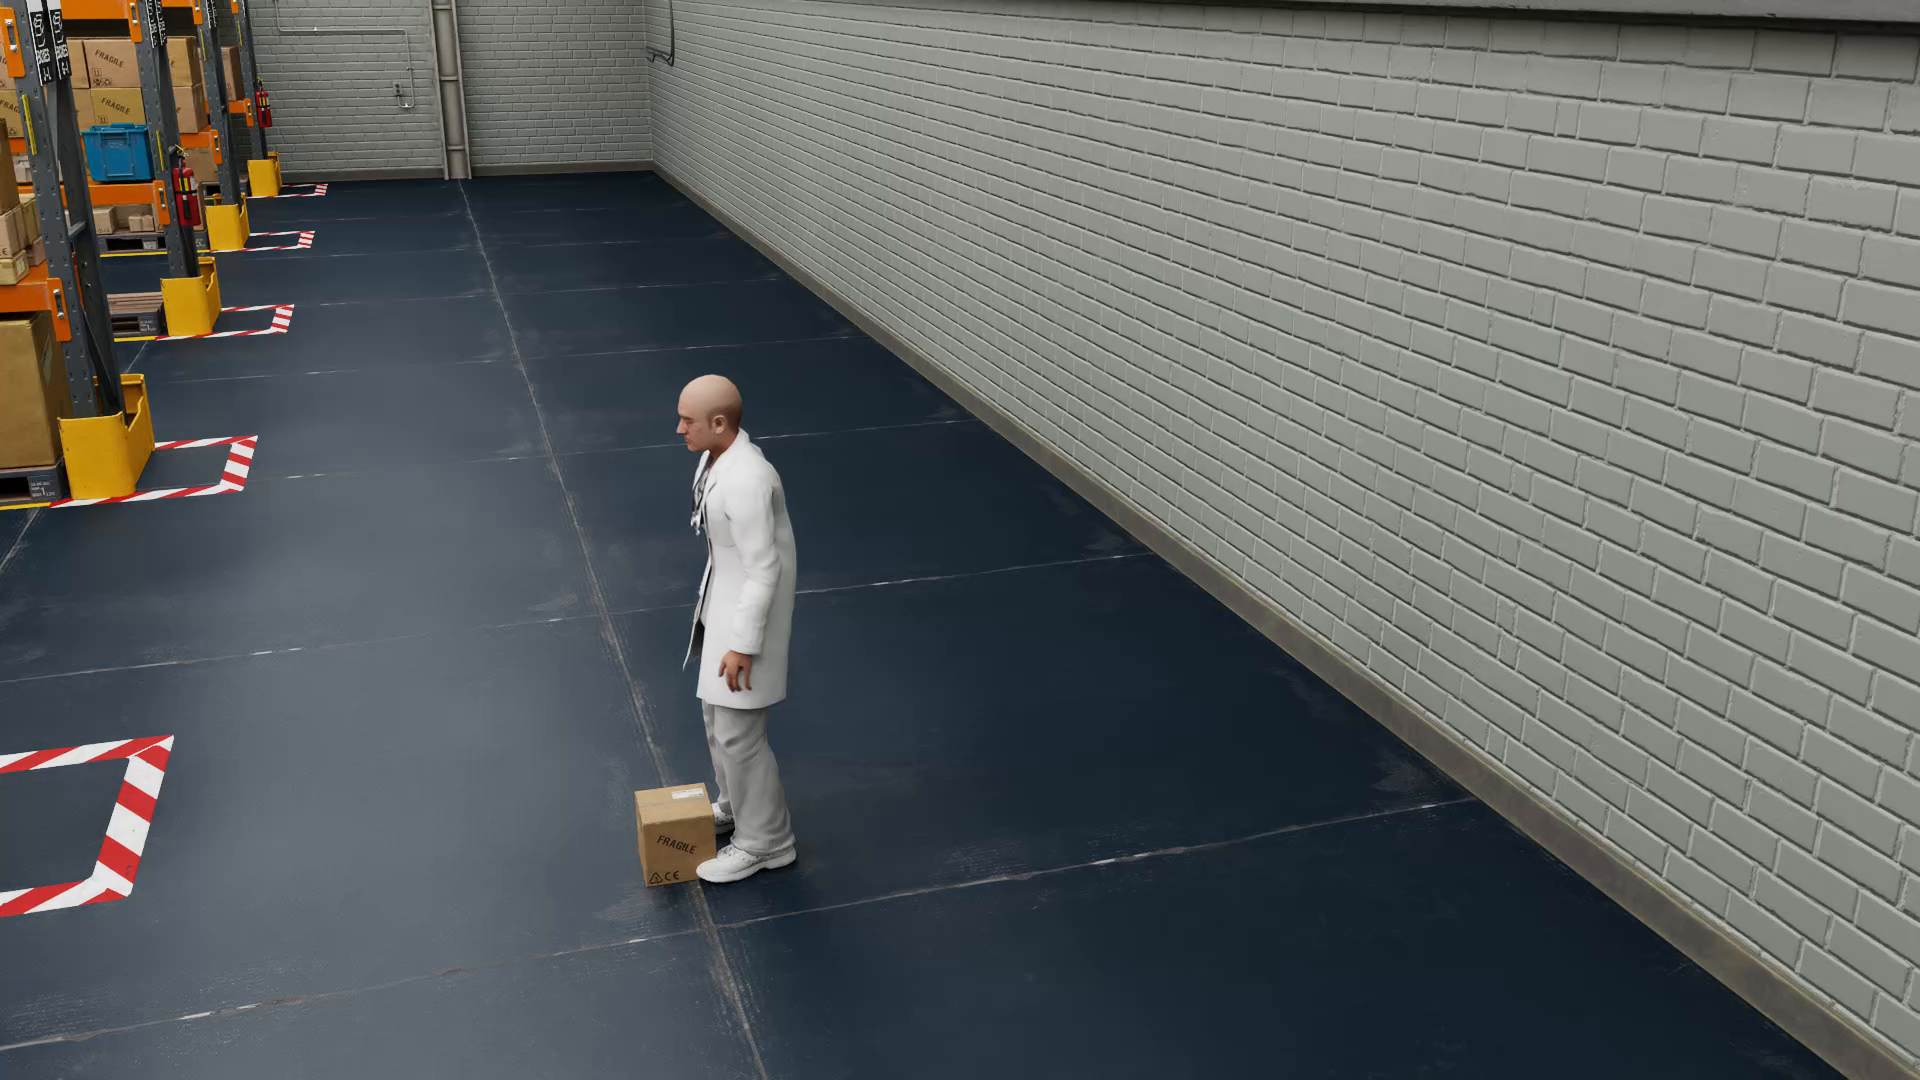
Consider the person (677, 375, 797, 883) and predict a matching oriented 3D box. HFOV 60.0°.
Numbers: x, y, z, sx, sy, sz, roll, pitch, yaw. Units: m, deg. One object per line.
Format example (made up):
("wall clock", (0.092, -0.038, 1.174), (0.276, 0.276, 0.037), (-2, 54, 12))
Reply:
("person", (-0.777, 0.292, 5.737), (0.427, 1.774, 0.643), (-6, 20, -17))
